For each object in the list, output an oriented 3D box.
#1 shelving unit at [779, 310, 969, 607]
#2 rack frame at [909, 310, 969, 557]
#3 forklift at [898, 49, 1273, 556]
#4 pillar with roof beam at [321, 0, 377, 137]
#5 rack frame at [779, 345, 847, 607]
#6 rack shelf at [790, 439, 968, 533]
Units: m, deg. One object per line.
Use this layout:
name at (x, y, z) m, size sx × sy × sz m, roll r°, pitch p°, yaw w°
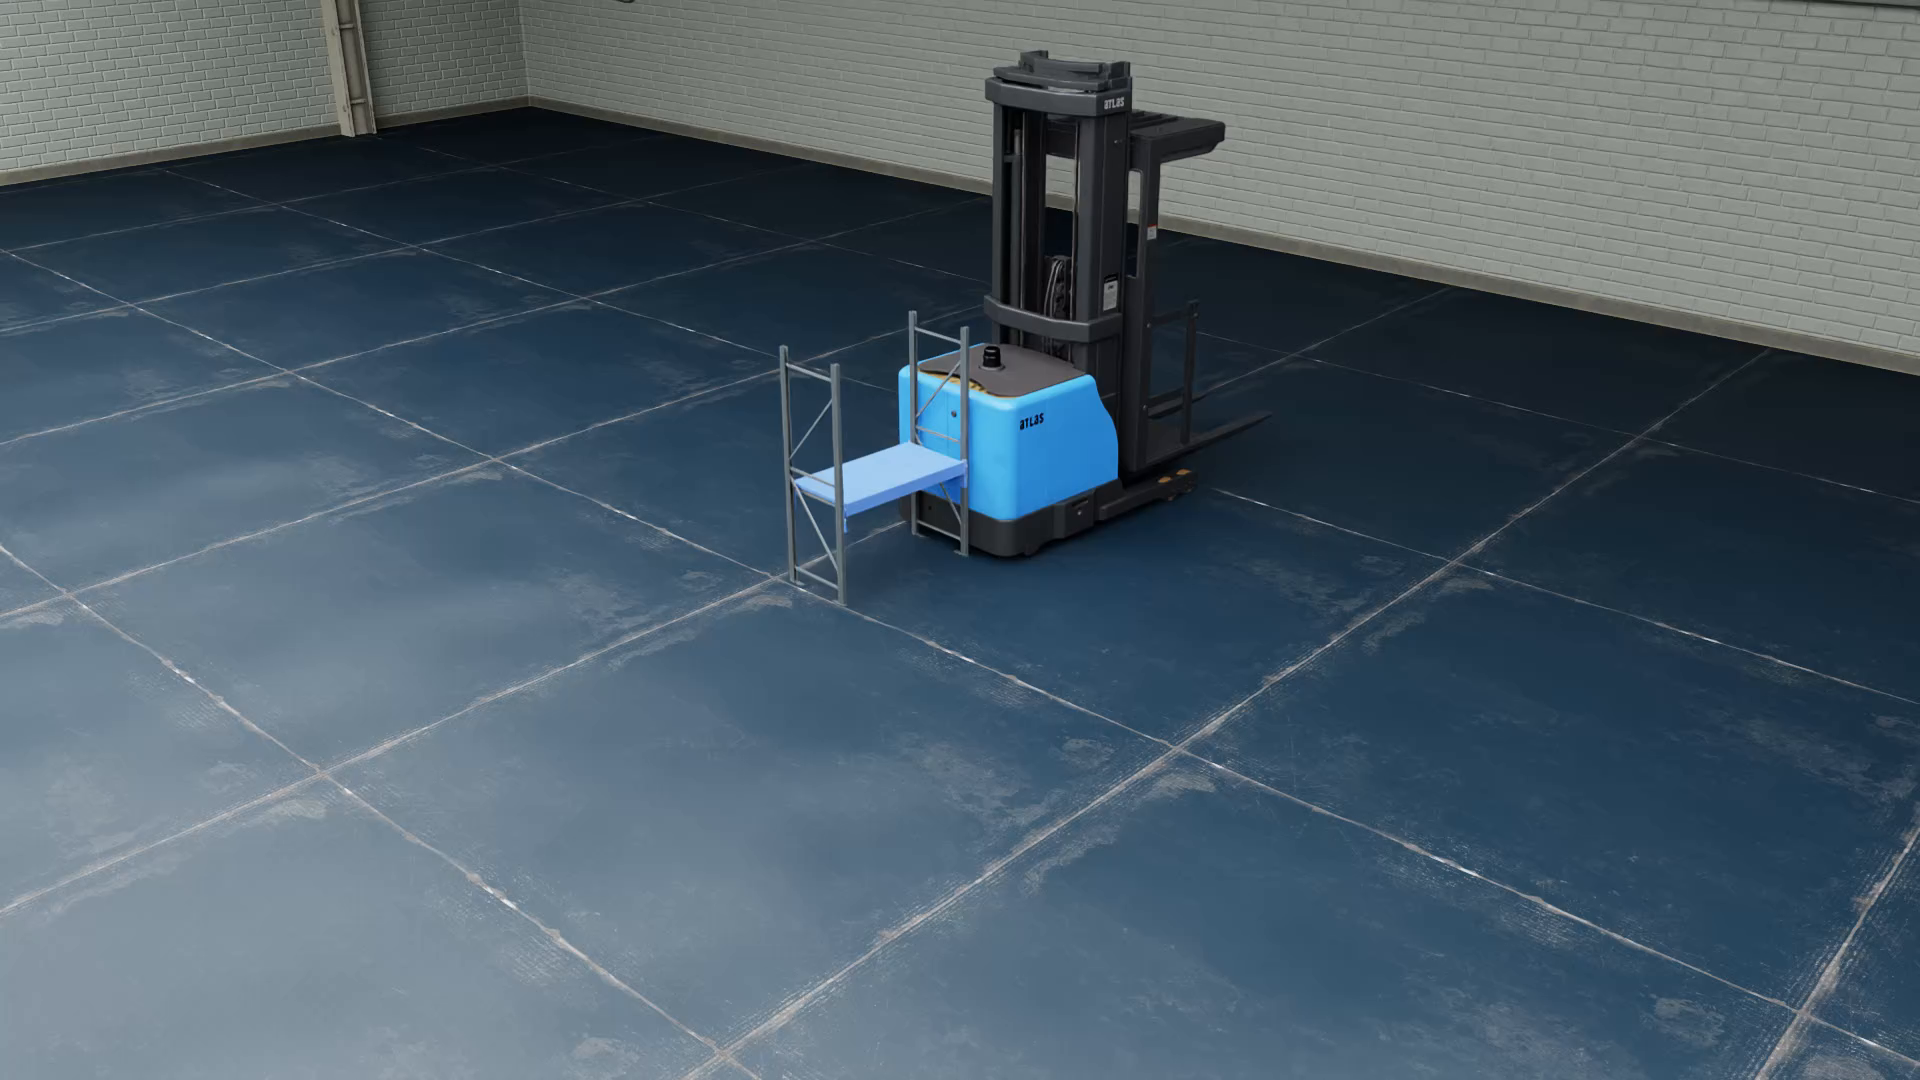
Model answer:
shelving unit at (-0.493, -0.507, 10.047) m, size 1.048 × 1.500 × 0.538 m, roll -22°, pitch 32°, yaw -40°
rack frame at (-0.130, -0.652, 10.371) m, size 0.032 × 1.500 × 0.500 m, roll -22°, pitch 32°, yaw -40°
forklift at (0.999, -1.737, 11.042) m, size 3.031 × 2.935 × 1.130 m, roll -22°, pitch 32°, yaw -40°
pillar with roof beam at (-5.339, -8.708, 19.172) m, size 9.100 × 9.000 × 0.400 m, roll 20°, pitch 31°, yaw 38°
rack frame at (-0.856, -0.361, 9.722) m, size 0.032 × 1.500 × 0.500 m, roll -22°, pitch 32°, yaw -40°
rack shelf at (-0.493, -0.342, 10.120) m, size 1.000 × 0.185 × 0.538 m, roll -22°, pitch 32°, yaw -40°
